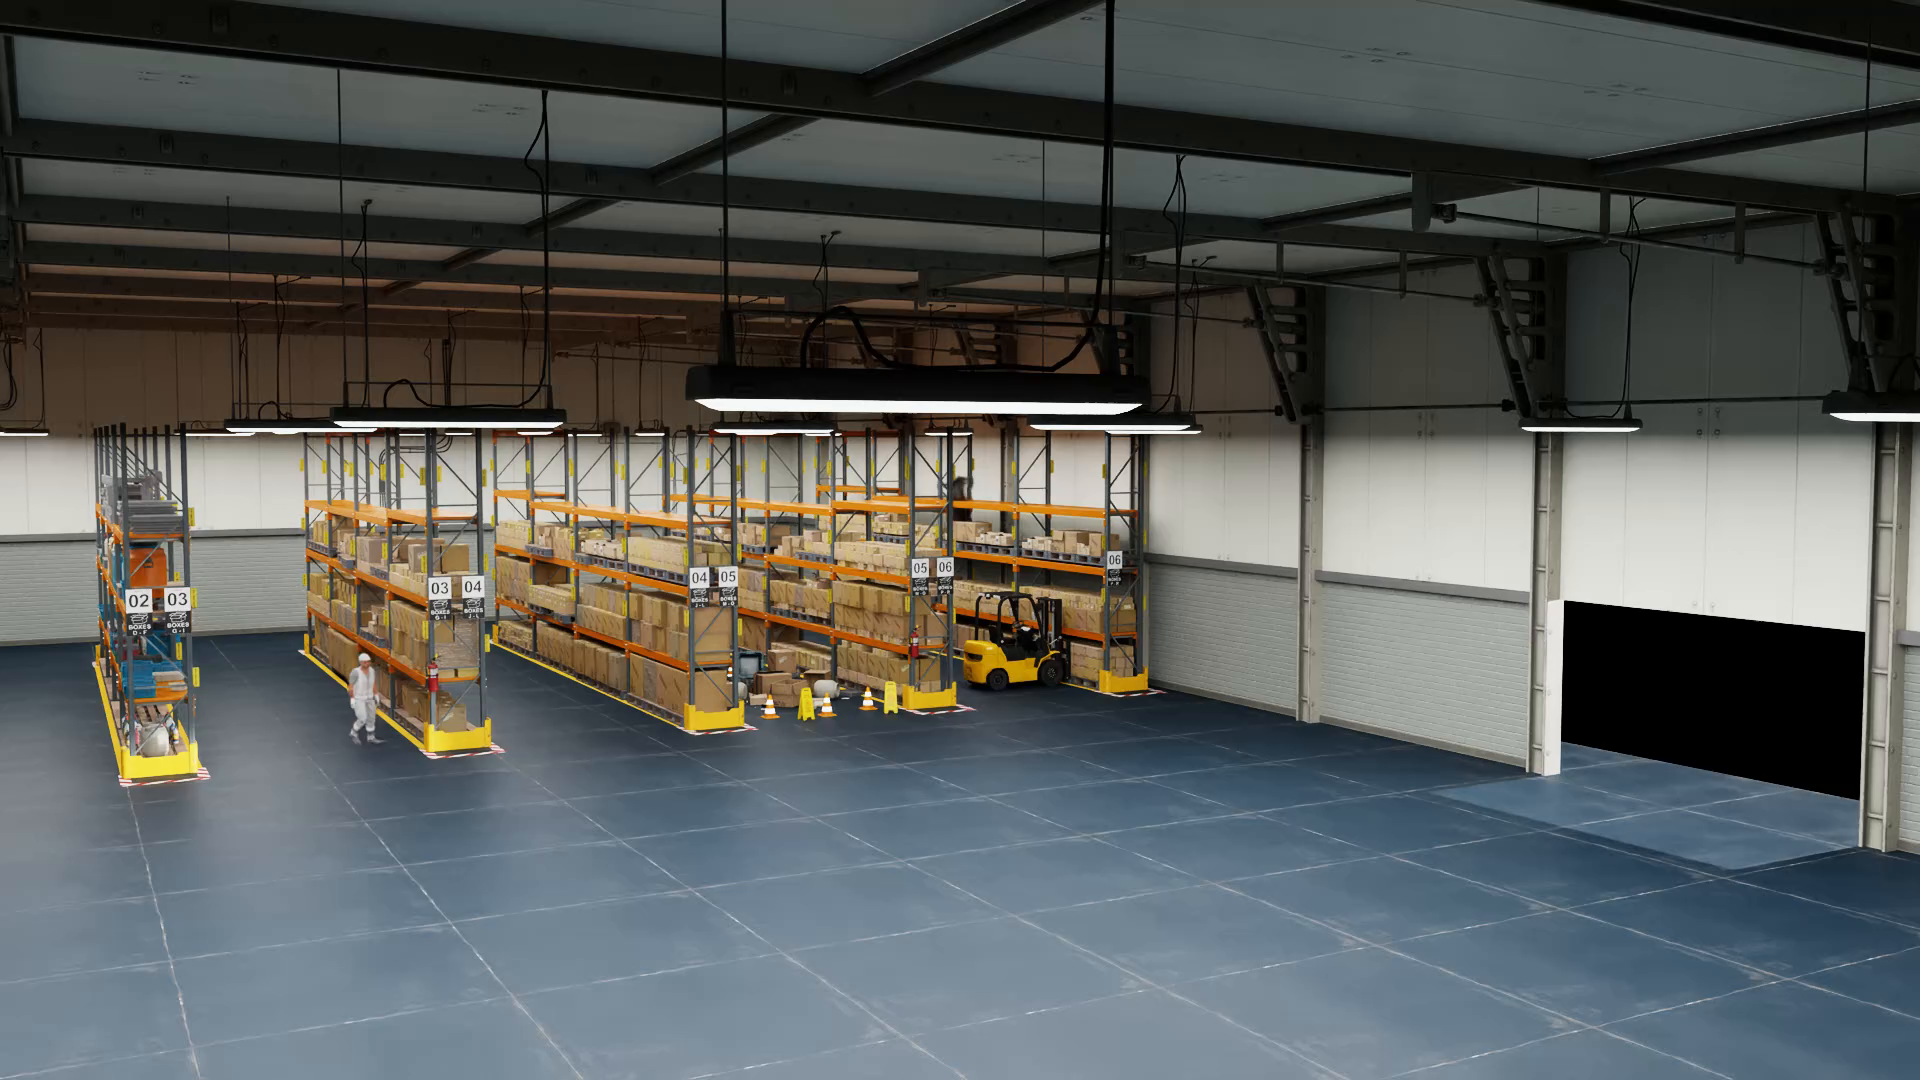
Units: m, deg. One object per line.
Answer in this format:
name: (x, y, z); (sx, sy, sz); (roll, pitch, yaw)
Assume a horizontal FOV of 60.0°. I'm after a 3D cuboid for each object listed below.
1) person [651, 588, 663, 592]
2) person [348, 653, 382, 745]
person: (-8.969, 1.781, 50.386); (0.978, 1.759, 0.664); (-2, 4, -28)
person: (-11.076, 2.966, 30.985); (0.507, 1.752, 0.641); (2, 4, 32)
